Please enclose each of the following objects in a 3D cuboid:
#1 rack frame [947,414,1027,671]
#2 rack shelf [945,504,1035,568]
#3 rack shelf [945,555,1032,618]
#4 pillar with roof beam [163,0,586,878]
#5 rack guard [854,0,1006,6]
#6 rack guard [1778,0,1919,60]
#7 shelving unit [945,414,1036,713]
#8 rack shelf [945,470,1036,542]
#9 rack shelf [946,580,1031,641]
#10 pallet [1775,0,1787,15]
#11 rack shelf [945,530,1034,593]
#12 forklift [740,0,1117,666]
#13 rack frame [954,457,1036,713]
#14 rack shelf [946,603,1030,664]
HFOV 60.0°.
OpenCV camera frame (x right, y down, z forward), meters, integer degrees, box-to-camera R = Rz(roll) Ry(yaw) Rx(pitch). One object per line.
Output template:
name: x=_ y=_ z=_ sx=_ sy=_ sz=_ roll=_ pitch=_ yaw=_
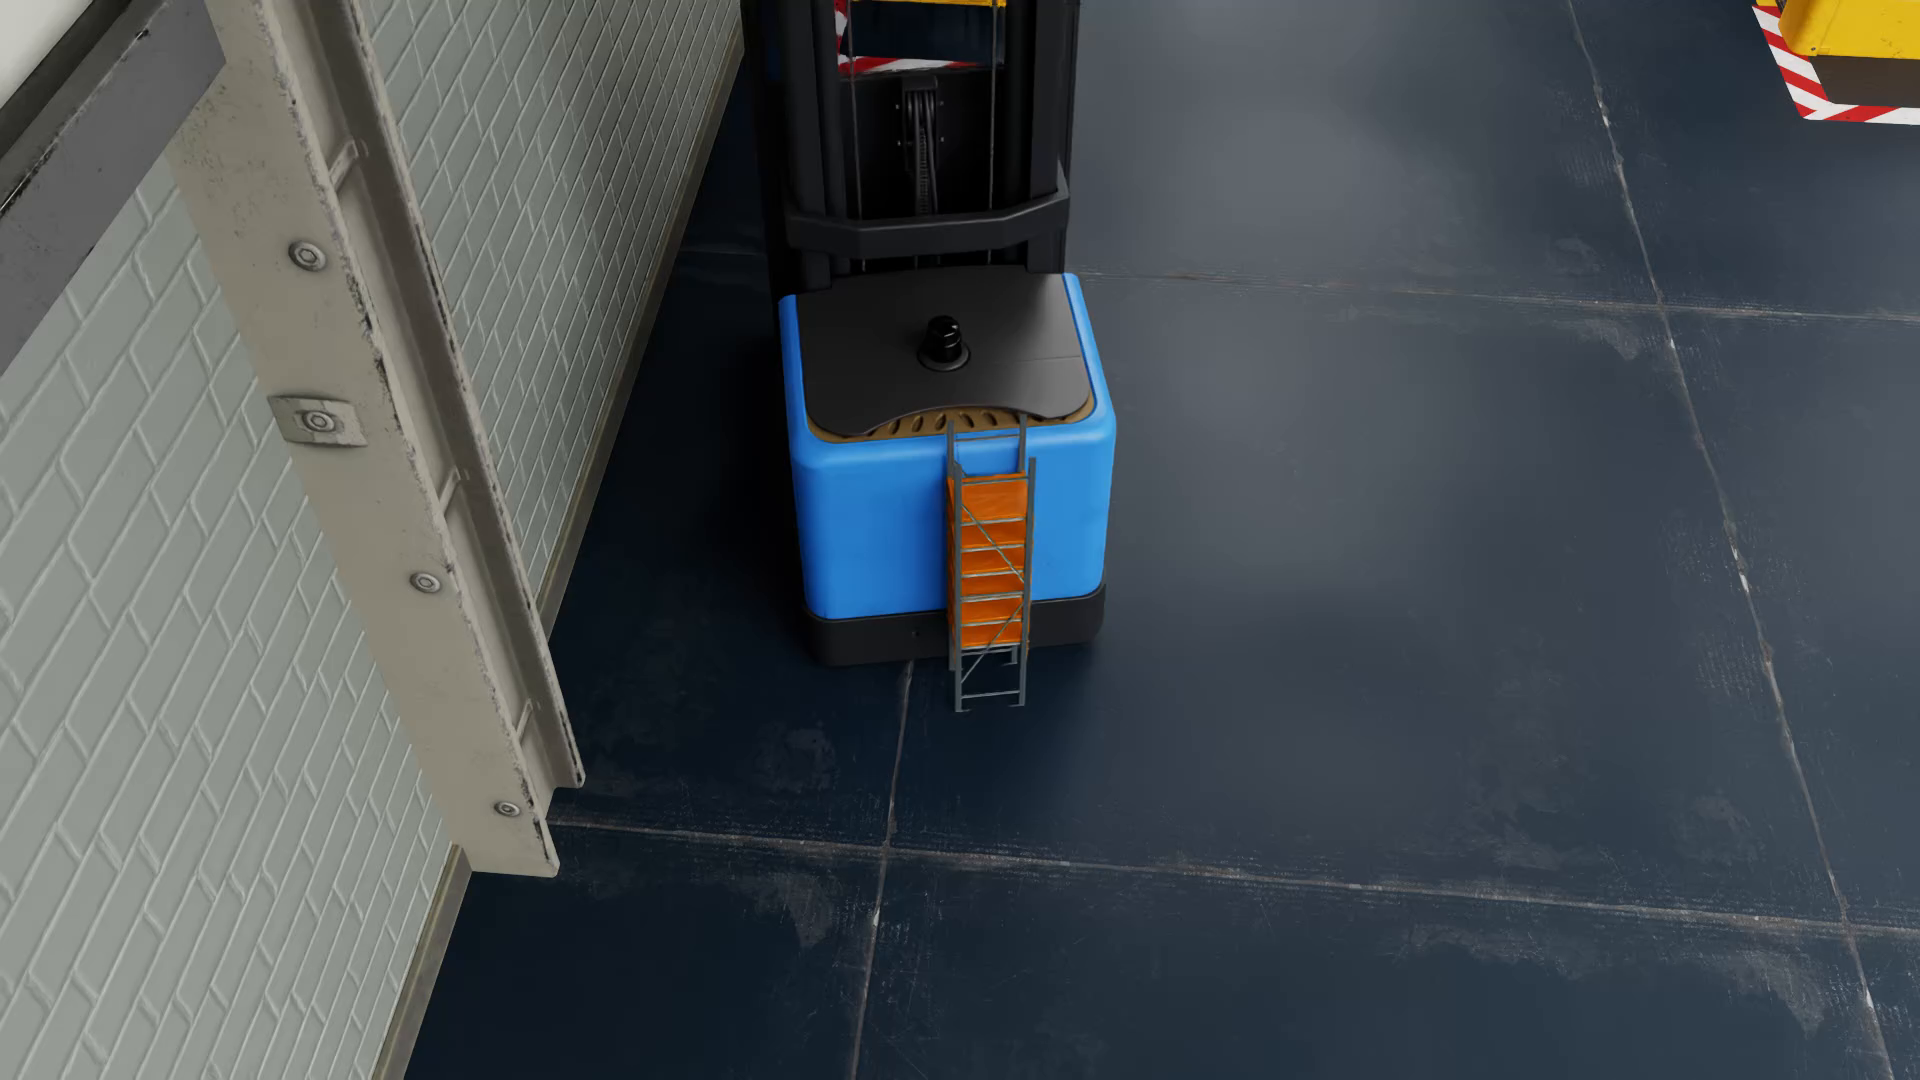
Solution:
rack frame: x=0.081 y=0.042 z=5.399 sx=0.240 sy=1.200 sz=0.006 roll=-5 pitch=48 yaw=-5
rack shelf: x=0.092 y=-0.023 z=5.193 sx=0.258 sy=0.103 sz=0.180 roll=-5 pitch=48 yaw=-5
rack shelf: x=0.092 y=0.139 z=5.370 sx=0.258 sy=0.103 sz=0.180 roll=-5 pitch=48 yaw=-5
pillar with roof beam: x=2.870 y=-1.834 z=1.829 sx=9.100 sy=9.000 sz=0.400 roll=4 pitch=48 yaw=4
rack guard: x=-0.066 y=-3.148 z=8.790 sx=1.175 sy=0.500 sz=0.348 roll=4 pitch=48 yaw=4
rack guard: x=4.859 y=-2.744 z=8.421 sx=1.175 sy=0.500 sz=0.348 roll=4 pitch=48 yaw=4
shelving unit: x=0.092 y=0.109 z=5.338 sx=0.258 sy=1.200 sz=0.189 roll=-5 pitch=48 yaw=-5
rack shelf: x=0.092 y=-0.104 z=5.105 sx=0.258 sy=0.103 sz=0.180 roll=-5 pitch=48 yaw=-5
rack shelf: x=0.092 y=0.220 z=5.459 sx=0.258 sy=0.103 sz=0.180 roll=-5 pitch=48 yaw=-5
pallet: x=4.889 y=-3.229 z=9.060 sx=1.003 sy=0.211 sz=1.213 roll=4 pitch=48 yaw=4
rack shelf: x=0.092 y=0.058 z=5.282 sx=0.258 sy=0.103 sz=0.180 roll=-5 pitch=48 yaw=-5
forklift: x=-0.189 y=-1.651 z=5.773 sx=1.130 sy=2.935 sz=3.031 roll=-5 pitch=48 yaw=-5
rack frame: x=0.103 y=0.176 z=5.276 sx=0.240 sy=1.200 sz=0.006 roll=-5 pitch=48 yaw=-5
rack shelf: x=0.092 y=0.301 z=5.547 sx=0.258 sy=0.103 sz=0.180 roll=-5 pitch=48 yaw=-5
